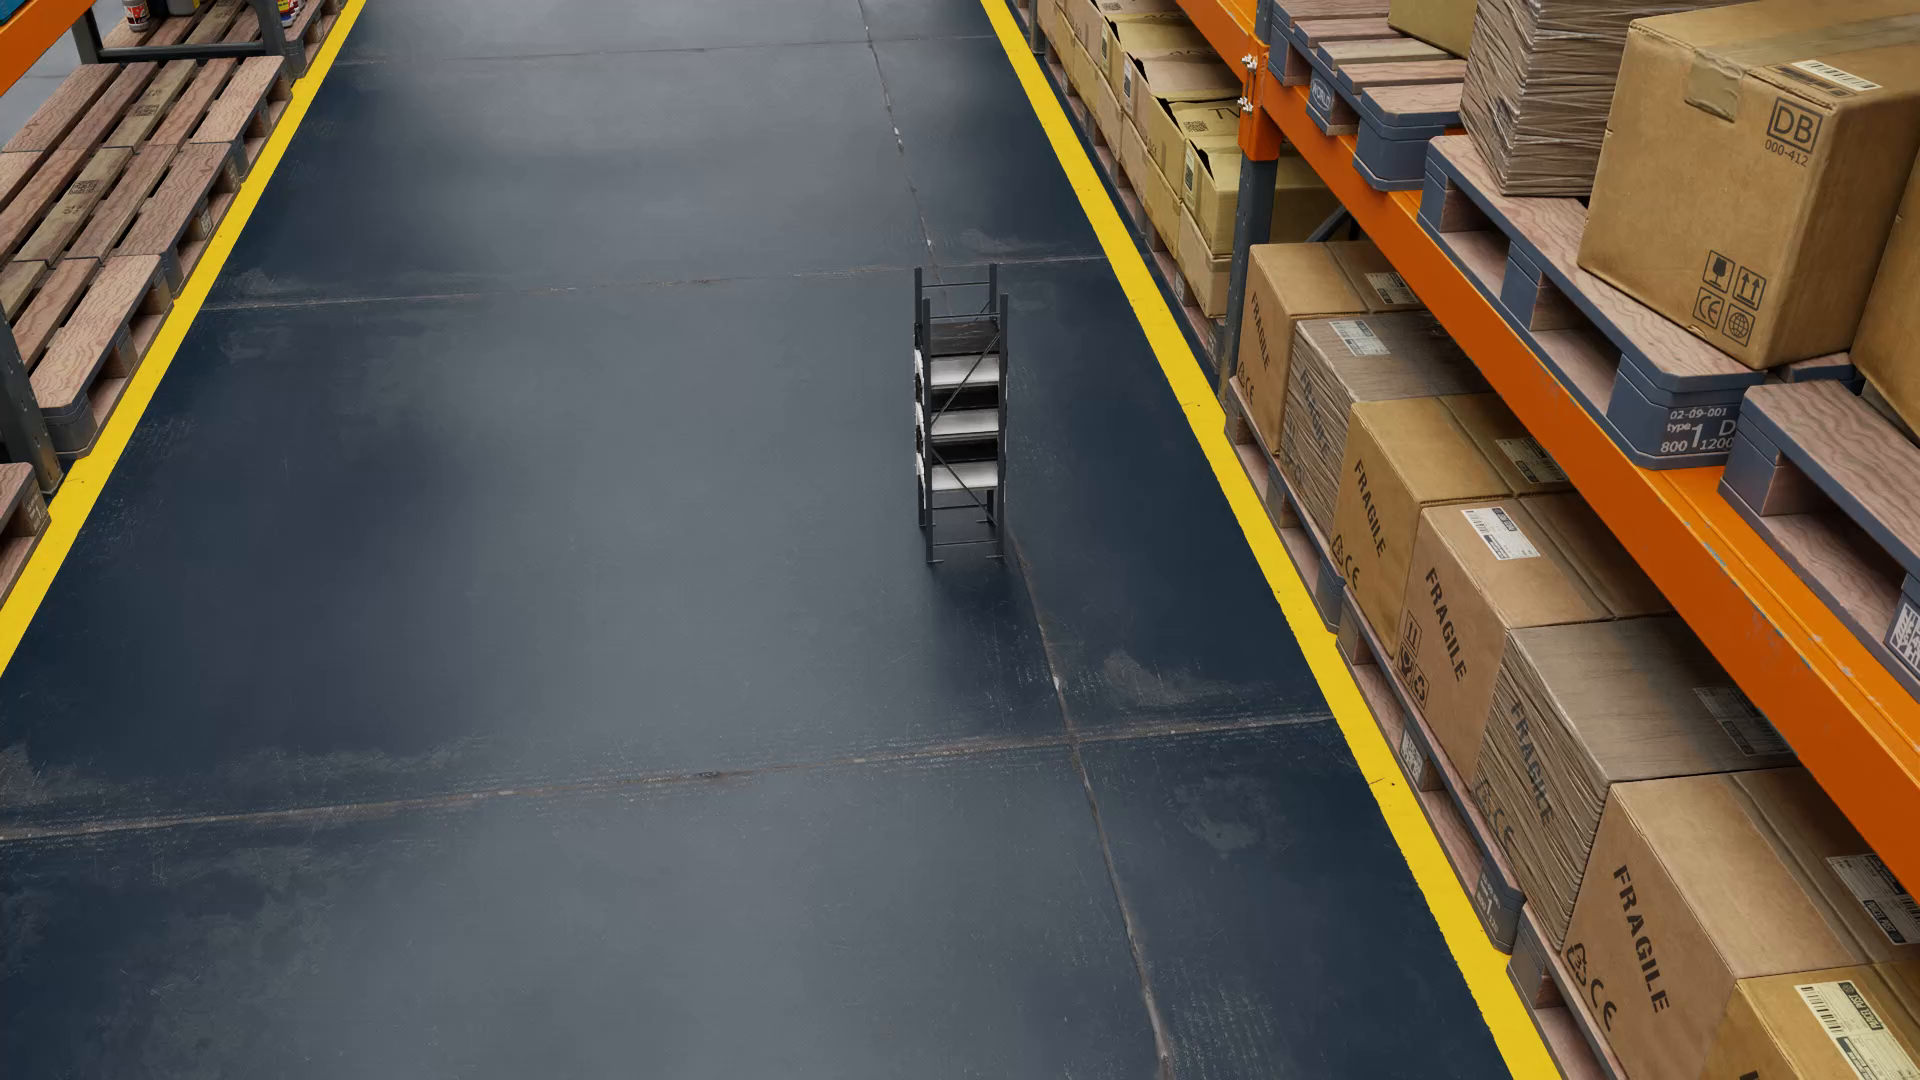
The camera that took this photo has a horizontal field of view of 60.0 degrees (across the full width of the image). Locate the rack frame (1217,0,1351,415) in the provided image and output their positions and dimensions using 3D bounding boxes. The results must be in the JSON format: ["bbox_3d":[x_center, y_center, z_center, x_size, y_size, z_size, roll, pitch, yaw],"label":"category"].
[{"bbox_3d":[1.430,-1.750,5.154,1.000,3.000,0.127,-4,35,-6],"label":"rack frame"}]

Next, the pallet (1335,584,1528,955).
[{"bbox_3d":[1.654,0.501,4.327,1.003,0.211,1.213,-4,35,-6],"label":"pallet"}]

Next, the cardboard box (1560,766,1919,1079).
[{"bbox_3d":[1.560,0.803,3.237,0.500,0.500,0.500,-4,35,-6],"label":"cardboard box"}]

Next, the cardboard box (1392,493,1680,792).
[{"bbox_3d":[1.422,0.240,4.064,0.500,0.500,0.500,-5,35,-8],"label":"cardboard box"}]

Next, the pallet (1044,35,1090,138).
[{"bbox_3d":[1.030,-2.422,8.616,1.003,0.211,1.213,-4,35,-6],"label":"pallet"}]

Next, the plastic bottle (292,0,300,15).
[{"bbox_3d":[-3.652,-2.959,9.023,0.097,0.201,0.097,0,34,0],"label":"plastic bottle"}]

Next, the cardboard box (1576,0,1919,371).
[{"bbox_3d":[1.670,-0.714,3.172,0.700,0.500,0.500,-13,36,-18],"label":"cardboard box"}]

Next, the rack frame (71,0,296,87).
[{"bbox_3d":[-4.016,-3.609,7.882,1.000,3.000,0.127,-4,35,-6],"label":"rack frame"}]

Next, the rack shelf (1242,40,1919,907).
[{"bbox_3d":[1.699,-0.337,3.719,1.077,0.370,4.000,-4,35,-6],"label":"rack shelf"}]

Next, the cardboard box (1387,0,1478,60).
[{"bbox_3d":[1.627,-1.622,4.505,0.700,0.500,0.500,-16,37,-22],"label":"cardboard box"}]

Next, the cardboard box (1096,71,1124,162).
[{"bbox_3d":[0.908,-1.918,7.469,0.500,0.250,0.500,-4,34,-5],"label":"cardboard box"}]

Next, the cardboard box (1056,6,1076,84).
[{"bbox_3d":[0.769,-2.490,8.309,0.500,0.250,0.500,-4,34,-5],"label":"cardboard box"}]

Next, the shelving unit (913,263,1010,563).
[{"bbox_3d":[0.001,-0.367,4.990,0.258,0.900,0.210,-4,35,-6],"label":"shelving unit"}]

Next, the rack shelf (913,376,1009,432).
[{"bbox_3d":[0.001,-0.414,4.958,0.258,0.077,0.200,-4,35,-6],"label":"rack shelf"}]

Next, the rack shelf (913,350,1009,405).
[{"bbox_3d":[0.001,-0.489,4.907,0.258,0.077,0.200,-4,35,-6],"label":"rack shelf"}]

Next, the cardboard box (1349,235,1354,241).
[{"bbox_3d":[1.651,-1.102,6.272,0.500,0.250,0.500,-4,35,-7],"label":"cardboard box"}]

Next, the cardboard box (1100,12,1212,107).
[{"bbox_3d":[0.909,-2.144,7.303,0.500,0.311,0.500,-3,34,-5],"label":"cardboard box"}]

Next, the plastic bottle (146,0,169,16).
[{"bbox_3d":[-4.389,-3.034,9.000,0.144,0.351,0.185,-5,35,-8],"label":"plastic bottle"}]

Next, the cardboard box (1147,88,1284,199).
[{"bbox_3d":[1.039,-1.582,6.479,0.500,0.311,0.500,-5,35,-7],"label":"cardboard box"}]

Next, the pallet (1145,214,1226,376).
[{"bbox_3d":[1.358,-1.060,6.618,1.003,0.211,1.213,-4,35,-6],"label":"pallet"}]

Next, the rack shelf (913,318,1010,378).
[{"bbox_3d":[0.001,-0.563,4.857,0.258,0.077,0.200,-4,35,-6],"label":"rack shelf"}]

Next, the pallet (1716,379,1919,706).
[{"bbox_3d":[1.969,0.107,2.600,1.003,0.211,1.213,-4,35,-6],"label":"pallet"}]

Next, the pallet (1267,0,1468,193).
[{"bbox_3d":[1.591,-1.298,4.661,1.213,0.211,1.003,-4,35,-6],"label":"pallet"}]

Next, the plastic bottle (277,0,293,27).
[{"bbox_3d":[-3.625,-2.875,8.837,0.097,0.271,0.097,0,34,0],"label":"plastic bottle"}]

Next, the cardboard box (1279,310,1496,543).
[{"bbox_3d":[1.284,-0.332,4.902,0.500,0.500,0.500,-6,35,-8],"label":"cardboard box"}]

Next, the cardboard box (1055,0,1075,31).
[{"bbox_3d":[0.763,-2.722,8.151,0.500,0.311,0.500,-5,35,-7],"label":"cardboard box"}]

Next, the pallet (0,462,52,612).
[{"bbox_3d":[-3.331,0.212,4.751,1.003,0.211,1.213,-4,35,-6],"label":"pallet"}]

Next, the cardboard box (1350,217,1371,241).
[{"bbox_3d":[1.651,-1.334,6.114,0.500,0.311,0.500,-3,34,-5],"label":"cardboard box"}]

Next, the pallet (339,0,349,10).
[{"bbox_3d":[-4.233,-3.517,10.223,1.003,0.211,1.213,-4,35,-6],"label":"pallet"}]

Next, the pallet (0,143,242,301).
[{"bbox_3d":[-3.705,-1.339,7.028,1.003,0.211,1.213,-4,35,-6],"label":"pallet"}]

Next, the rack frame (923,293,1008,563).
[{"bbox_3d":[0.015,-0.311,4.907,0.240,0.900,0.006,-4,35,-6],"label":"rack frame"}]

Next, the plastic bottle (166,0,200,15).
[{"bbox_3d":[-4.246,-3.045,9.016,0.144,0.351,0.185,-4,35,-6],"label":"plastic bottle"}]

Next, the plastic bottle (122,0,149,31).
[{"bbox_3d":[-4.374,-2.813,8.809,0.097,0.201,0.097,0,34,0],"label":"plastic bottle"}]

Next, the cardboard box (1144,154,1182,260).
[{"bbox_3d":[1.045,-1.350,6.636,0.500,0.250,0.500,-5,35,-7],"label":"cardboard box"}]
